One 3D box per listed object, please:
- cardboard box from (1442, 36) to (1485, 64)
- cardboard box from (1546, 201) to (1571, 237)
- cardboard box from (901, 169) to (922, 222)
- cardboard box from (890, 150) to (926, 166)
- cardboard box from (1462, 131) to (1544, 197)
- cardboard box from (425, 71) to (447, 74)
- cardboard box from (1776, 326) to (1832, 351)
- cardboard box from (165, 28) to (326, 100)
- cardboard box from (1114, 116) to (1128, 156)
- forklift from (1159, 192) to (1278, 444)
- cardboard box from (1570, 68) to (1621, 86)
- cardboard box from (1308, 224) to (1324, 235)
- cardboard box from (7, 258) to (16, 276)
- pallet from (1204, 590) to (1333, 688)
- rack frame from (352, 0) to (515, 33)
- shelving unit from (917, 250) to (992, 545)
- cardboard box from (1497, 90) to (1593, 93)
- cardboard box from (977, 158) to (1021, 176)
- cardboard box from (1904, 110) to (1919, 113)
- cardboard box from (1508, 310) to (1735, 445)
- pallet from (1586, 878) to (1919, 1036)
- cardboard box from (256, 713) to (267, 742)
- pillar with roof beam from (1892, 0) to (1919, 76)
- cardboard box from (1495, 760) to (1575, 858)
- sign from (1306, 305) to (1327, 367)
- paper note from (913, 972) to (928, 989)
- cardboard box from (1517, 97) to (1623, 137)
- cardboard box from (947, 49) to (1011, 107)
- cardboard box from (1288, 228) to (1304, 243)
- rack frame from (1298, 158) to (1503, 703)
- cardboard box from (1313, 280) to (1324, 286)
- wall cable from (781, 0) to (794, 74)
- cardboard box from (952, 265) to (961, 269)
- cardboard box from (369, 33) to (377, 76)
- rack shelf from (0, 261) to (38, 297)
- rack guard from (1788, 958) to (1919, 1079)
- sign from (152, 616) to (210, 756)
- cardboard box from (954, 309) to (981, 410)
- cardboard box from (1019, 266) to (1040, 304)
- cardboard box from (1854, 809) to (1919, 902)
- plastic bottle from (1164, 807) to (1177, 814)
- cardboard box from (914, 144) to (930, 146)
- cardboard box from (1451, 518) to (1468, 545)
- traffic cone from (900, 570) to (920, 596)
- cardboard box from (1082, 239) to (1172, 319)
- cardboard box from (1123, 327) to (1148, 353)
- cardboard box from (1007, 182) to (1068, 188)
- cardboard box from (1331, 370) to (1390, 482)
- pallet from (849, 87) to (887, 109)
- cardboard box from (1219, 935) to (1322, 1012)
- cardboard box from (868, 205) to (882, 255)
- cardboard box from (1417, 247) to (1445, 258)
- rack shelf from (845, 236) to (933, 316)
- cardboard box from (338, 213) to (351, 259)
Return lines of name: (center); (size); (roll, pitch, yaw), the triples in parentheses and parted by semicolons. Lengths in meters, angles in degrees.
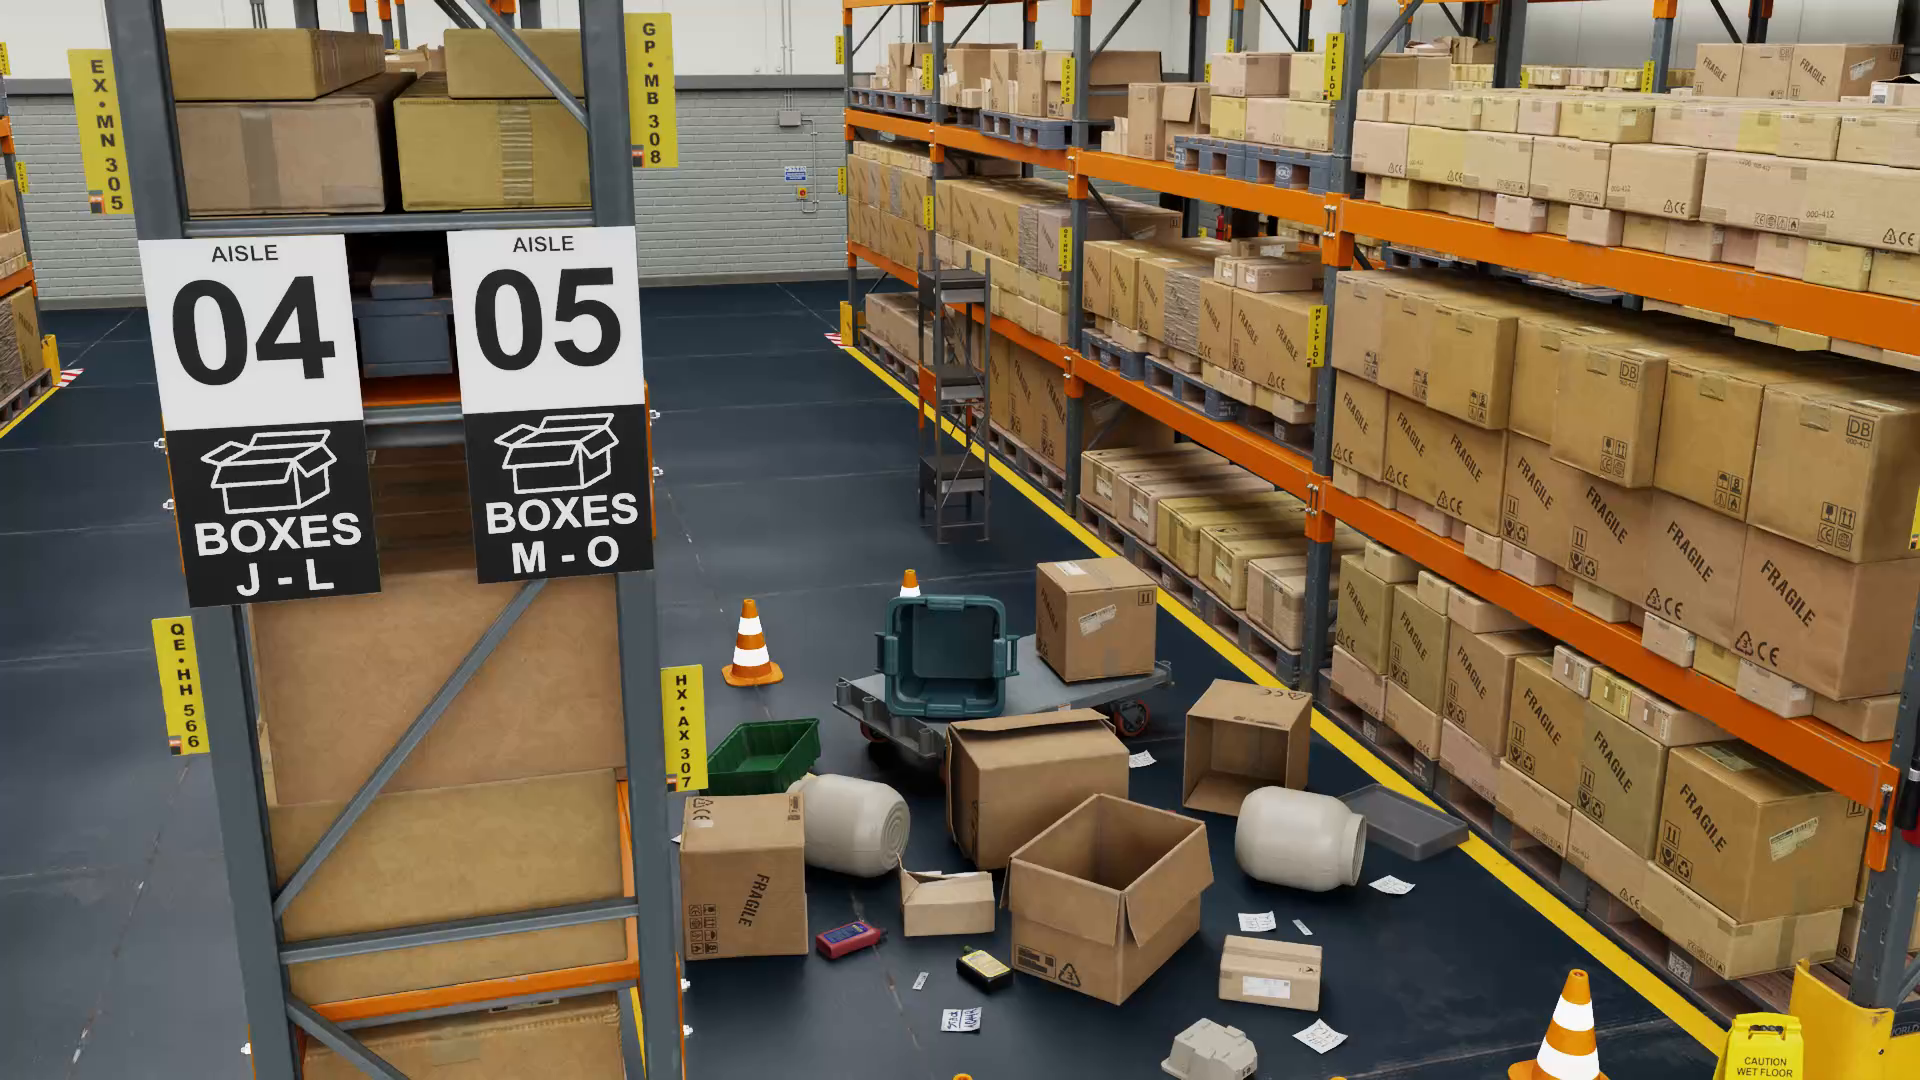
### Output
cardboard box: (5.148, -5.003, 16.974); (0.396, 0.266, 0.258); (-5, 17, -16)
cardboard box: (2.698, -1.353, 6.964); (0.380, 0.149, 0.250); (-5, 17, -15)
cardboard box: (-0.301, -3.559, 17.173); (0.500, 0.500, 0.500); (-5, 17, -16)
cardboard box: (-0.537, -4.105, 17.865); (0.380, 0.149, 0.250); (-5, 17, -15)
cardboard box: (2.558, -1.652, 7.266); (0.500, 0.250, 0.500); (-5, 17, -15)
cardboard box: (-1.925, -1.790, 6.824); (0.500, 0.250, 0.500); (-5, 17, -16)
cardboard box: (6.407, -1.430, 12.260); (0.500, 0.250, 0.500); (-4, 17, -13)
cardboard box: (-1.627, -1.057, 3.690); (0.380, 0.149, 0.250); (-5, 17, -15)
cardboard box: (1.319, -2.877, 11.835); (0.396, 0.266, 0.258); (-5, 17, -15)
forklift: (2.421, -2.268, 14.907); (1.130, 2.935, 3.031); (-5, 17, -15)
cardboard box: (5.596, -4.063, 14.602); (0.380, 0.149, 0.250); (-5, 17, -16)
cardboard box: (4.347, -3.644, 19.114); (0.500, 0.250, 0.500); (-5, 17, -16)
cardboard box: (-9.846, -2.771, 16.899); (0.380, 0.149, 0.250); (-5, 17, -15)
pallet: (2.209, 0.551, 10.251); (1.003, 0.211, 1.213); (-5, 17, -15)
rack frame: (-3.406, -4.130, 10.558); (1.000, 3.000, 0.127); (-5, 17, -15)
shelving unit: (-0.045, -1.051, 12.302); (0.431, 2.100, 0.503); (-5, 17, -15)
cardboard box: (2.867, -2.131, 8.170); (0.380, 0.149, 0.250); (-5, 17, -17)
cardboard box: (0.389, -3.727, 16.608); (0.380, 0.149, 0.250); (-5, 17, -16)
cardboard box: (3.528, -1.418, 5.795); (0.380, 0.149, 0.250); (-5, 17, -15)
cardboard box: (2.799, -0.679, 7.068); (0.700, 0.500, 0.500); (-5, 17, -16)
pallet: (3.314, 1.624, 6.679); (1.003, 0.211, 1.213); (-5, 17, -15)
cardboard box: (-1.525, 0.635, 4.863); (0.875, 0.550, 0.550); (-5, 17, -15)
pillar with roof beam: (3.183, -4.313, 11.167); (9.100, 9.000, 0.400); (-5, 17, -15)
cardboard box: (2.759, 1.162, 7.418); (0.500, 0.250, 0.500); (-5, 18, -17)
sign: (1.892, -1.079, 8.817); (0.100, 0.325, 0.005); (-5, 17, -15)
paper note: (-0.156, 1.751, 6.606); (0.032, 0.001, 0.123); (4, 17, 13)
cardboard box: (2.608, -1.799, 7.062); (0.380, 0.149, 0.250); (-5, 17, -16)
cardboard box: (0.190, -4.201, 15.106); (0.500, 0.500, 0.500); (-5, 17, -16)
cardboard box: (4.123, -3.618, 19.718); (0.380, 0.149, 0.250); (-4, 17, -14)
rack frame: (2.425, -0.569, 9.133); (1.000, 3.000, 0.127); (-5, 17, -15)
cardboard box: (2.311, -1.390, 10.443); (0.500, 0.500, 0.500); (-5, 17, -16)
wall cable: (-2.707, -8.313, 24.484); (0.463, 3.000, 0.029); (-5, 17, -15)
cardboard box: (0.237, -2.425, 15.571); (0.500, 0.250, 0.500); (-5, 17, -17)
cardboard box: (-2.323, -1.759, 6.026); (0.380, 0.149, 0.250); (-5, 17, -16)
rack shelf: (-9.852, -2.207, 15.837); (1.077, 0.370, 4.000); (-5, 17, -15)
rack guard: (3.503, 1.713, 5.880); (1.175, 0.500, 0.348); (-5, 17, -15)
sign: (-1.733, 0.327, 3.723); (0.100, 0.325, 0.005); (-5, 17, -15)
cardboard box: (0.473, -1.801, 16.196); (0.875, 0.875, 0.875); (-4, 17, -14)
cardboard box: (0.804, -2.099, 13.617); (0.500, 0.250, 0.500); (-5, 17, -17)
cardboard box: (3.561, 1.042, 6.515); (0.500, 0.500, 0.500); (-5, 18, -17)
plastic bottle: (0.976, 1.343, 7.874); (0.133, 0.061, 0.283); (-2, 17, -6)
cardboard box: (-0.308, -4.437, 18.969); (0.380, 0.149, 0.250); (-4, 17, -14)
cardboard box: (2.562, -0.057, 7.865); (0.380, 0.149, 0.250); (-5, 17, -16)
traffic cone: (-0.303, 0.412, 10.276); (0.336, 0.463, 0.334); (-5, 17, -15)
cardboard box: (1.227, -1.924, 12.224); (0.500, 0.500, 0.500); (-5, 17, -17)
cardboard box: (1.368, -1.414, 11.652); (0.380, 0.149, 0.250); (-5, 17, -15)
cardboard box: (0.740, -3.063, 15.522); (0.500, 0.500, 0.500); (-4, 17, -14)
cardboard box: (2.278, -0.616, 8.598); (0.500, 0.500, 0.500); (-5, 17, -15)
pallet: (-0.659, -5.078, 19.084); (1.003, 0.211, 1.213); (-5, 17, -15)
cardboard box: (1.222, 1.700, 6.535); (0.380, 0.149, 0.250); (4, 17, 13)
cardboard box: (-0.729, -3.501, 18.720); (0.500, 0.500, 0.500); (-5, 17, -16)
cardboard box: (5.058, -3.130, 16.754); (0.700, 0.500, 0.500); (-5, 17, -15)
rack shelf: (-0.323, -2.991, 18.445); (1.077, 0.370, 4.000); (-5, 17, -15)
cardboard box: (-1.693, -0.744, 4.033); (0.380, 0.149, 0.250); (-5, 17, -15)
